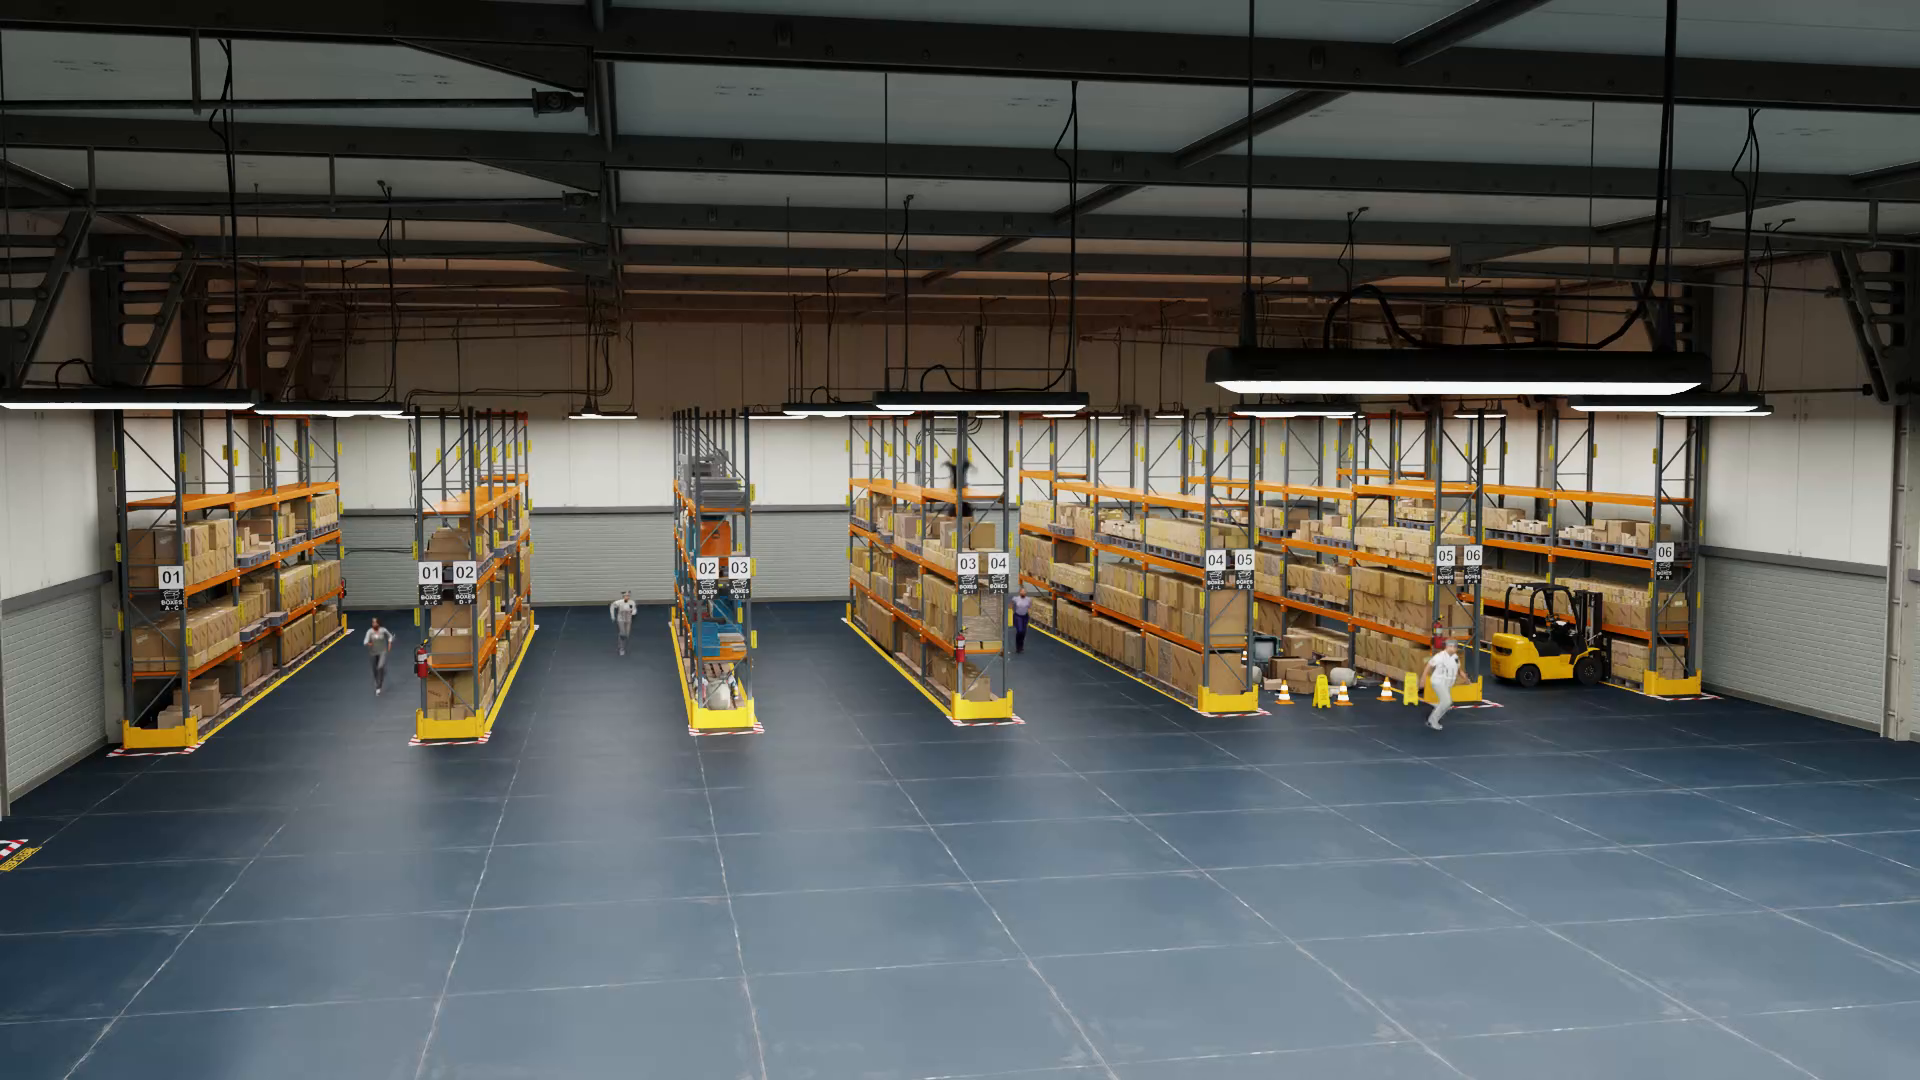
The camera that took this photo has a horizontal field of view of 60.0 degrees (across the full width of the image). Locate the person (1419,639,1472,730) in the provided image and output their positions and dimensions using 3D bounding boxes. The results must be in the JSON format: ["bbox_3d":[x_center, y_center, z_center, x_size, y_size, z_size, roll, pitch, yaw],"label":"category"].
[{"bbox_3d":[9.014,2.670,30.774,0.643,1.703,0.809,-3,5,-39],"label":"person"}]

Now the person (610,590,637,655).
[{"bbox_3d":[-8.224,2.025,40.779,0.611,1.613,0.676,-2,5,-27],"label":"person"}]

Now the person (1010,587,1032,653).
[{"bbox_3d":[1.541,1.990,41.351,0.507,1.660,0.774,-1,4,-19],"label":"person"}]

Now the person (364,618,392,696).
[{"bbox_3d":[-12.271,2.429,35.089,0.532,1.616,0.886,0,4,-7],"label":"person"}]
